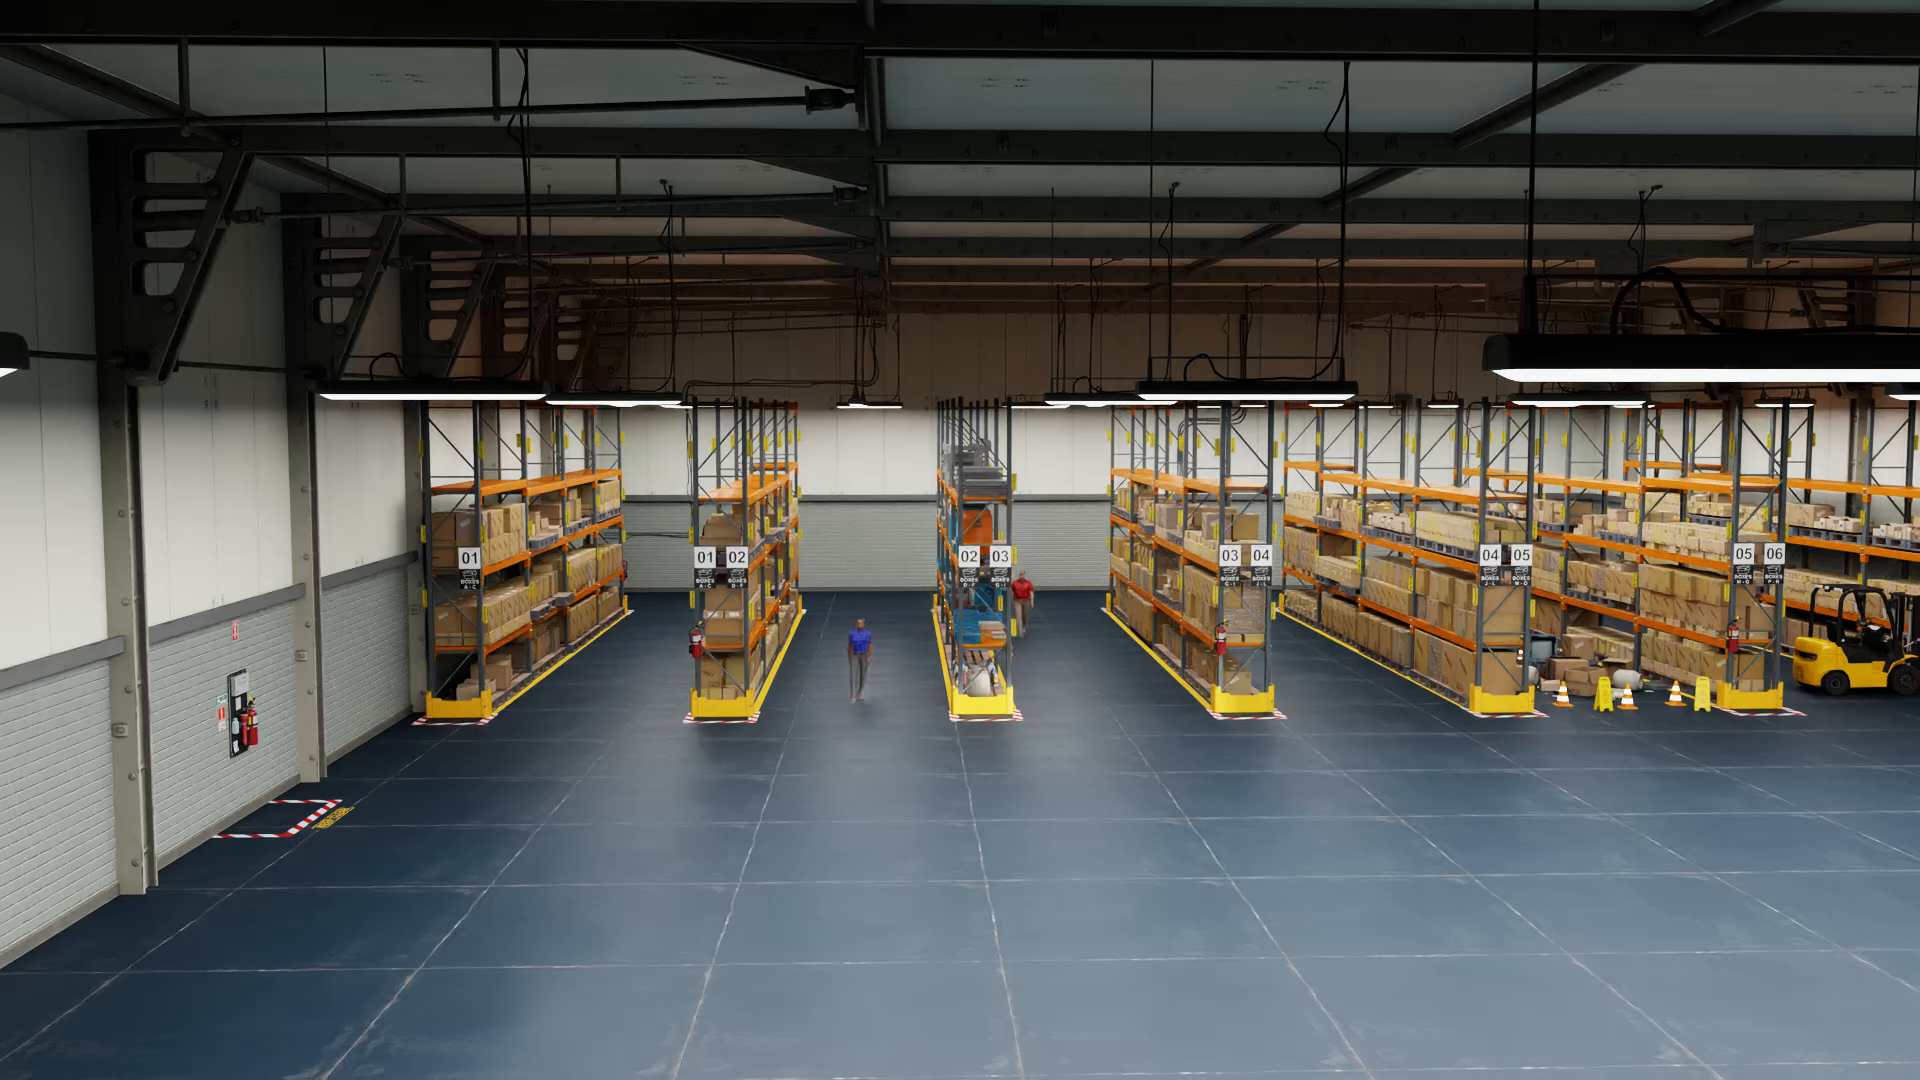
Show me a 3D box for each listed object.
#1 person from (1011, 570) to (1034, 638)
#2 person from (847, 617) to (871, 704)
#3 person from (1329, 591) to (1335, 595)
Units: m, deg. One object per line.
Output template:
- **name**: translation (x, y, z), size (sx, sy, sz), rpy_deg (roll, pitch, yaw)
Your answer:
- **person**: translation (1.593, 1.605, 42.285), size (0.561, 1.662, 1.067), rpy_deg (0, 4, -5)
- **person**: translation (-1.981, 2.380, 32.860), size (0.464, 1.669, 0.705), rpy_deg (-1, 4, -9)
- **person**: translation (10.993, 1.121, 48.594), size (0.679, 1.734, 0.572), rpy_deg (3, 6, 37)
